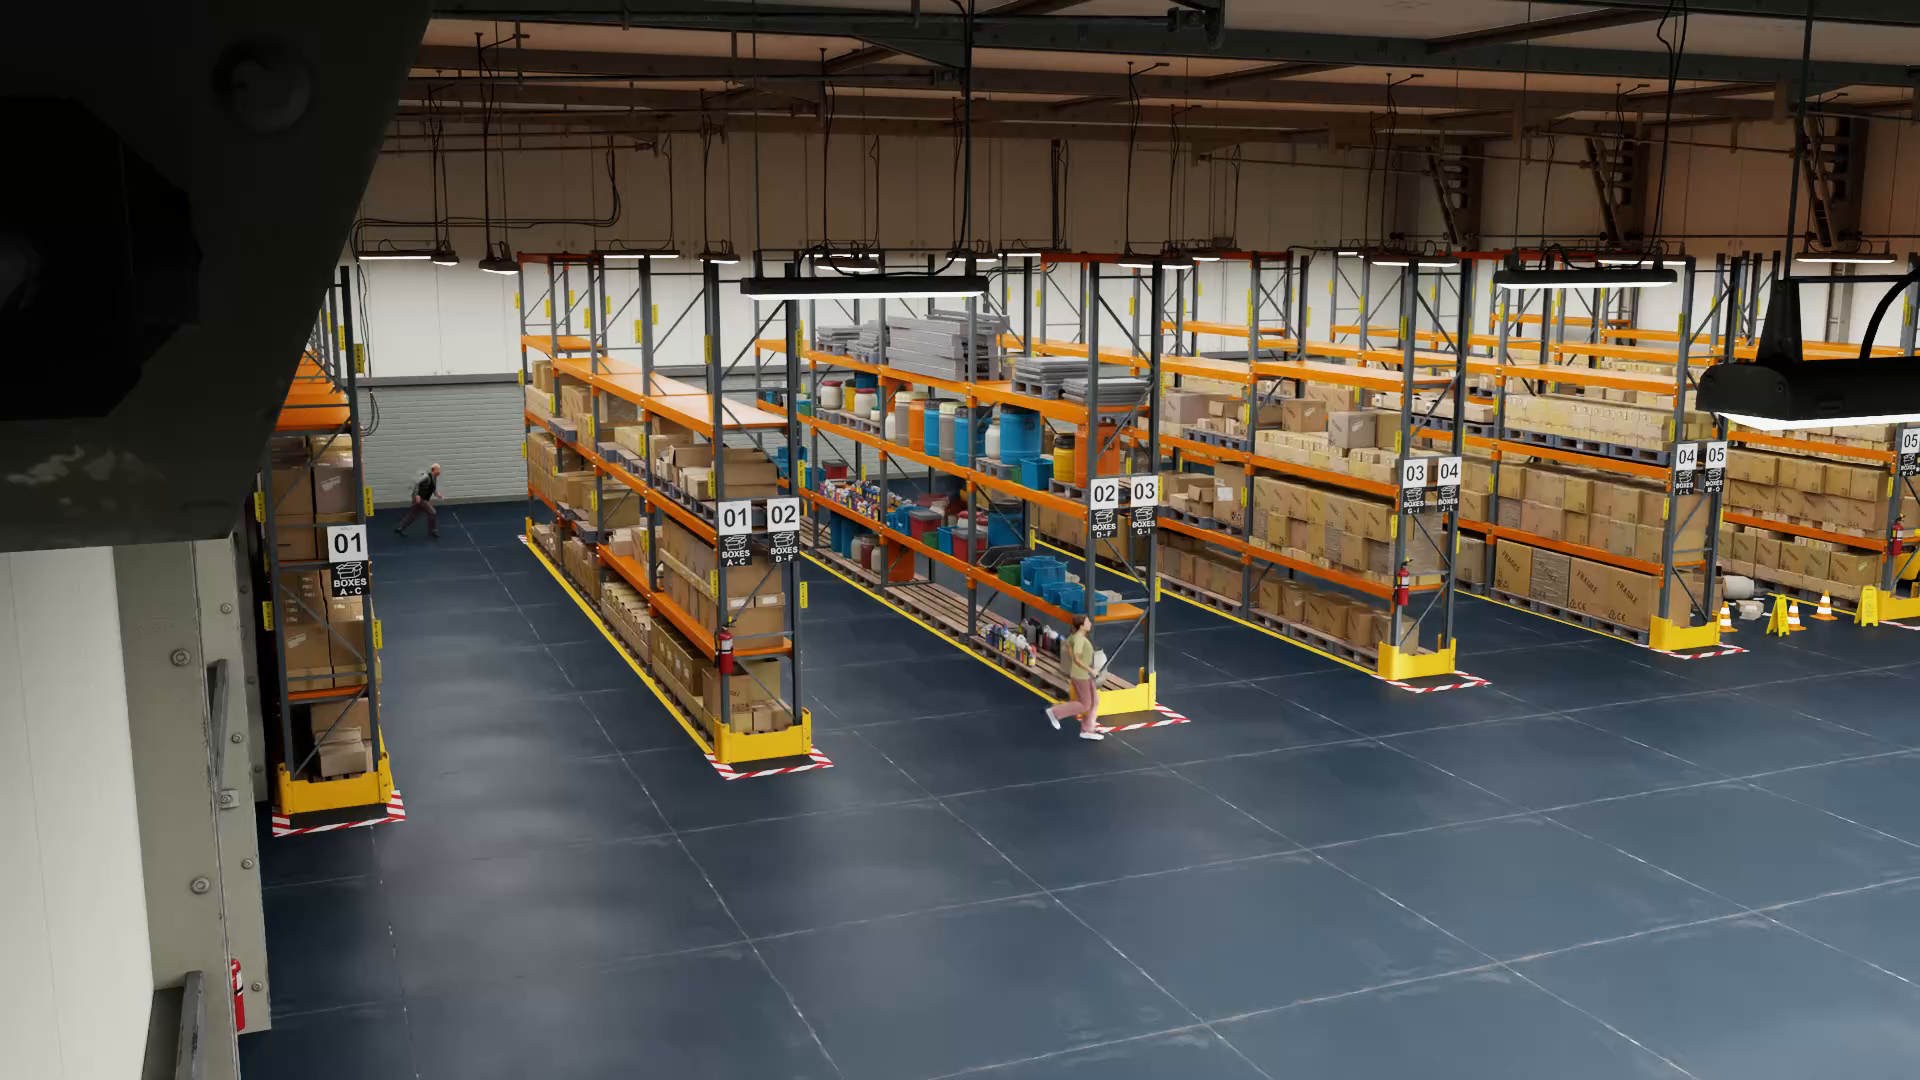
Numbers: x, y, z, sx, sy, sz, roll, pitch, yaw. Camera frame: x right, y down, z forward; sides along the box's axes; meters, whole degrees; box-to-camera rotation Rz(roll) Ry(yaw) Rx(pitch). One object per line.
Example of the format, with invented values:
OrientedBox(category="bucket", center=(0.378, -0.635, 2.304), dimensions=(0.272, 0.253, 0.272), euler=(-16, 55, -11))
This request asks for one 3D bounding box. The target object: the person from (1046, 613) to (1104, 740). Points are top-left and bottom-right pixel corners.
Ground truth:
OrientedBox(category="person", center=(1.463, 1.733, 21.081), dimensions=(0.739, 1.647, 0.582), euler=(0, 10, 0))

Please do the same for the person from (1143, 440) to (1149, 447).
OrientedBox(category="person", center=(4.805, -2.134, 41.971), dimensions=(0.547, 1.710, 0.849), euler=(6, 12, 31))

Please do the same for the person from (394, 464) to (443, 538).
OrientedBox(category="person", center=(-11.451, -0.824, 35.124), dimensions=(1.025, 1.575, 0.668), euler=(-1, 10, -5))
